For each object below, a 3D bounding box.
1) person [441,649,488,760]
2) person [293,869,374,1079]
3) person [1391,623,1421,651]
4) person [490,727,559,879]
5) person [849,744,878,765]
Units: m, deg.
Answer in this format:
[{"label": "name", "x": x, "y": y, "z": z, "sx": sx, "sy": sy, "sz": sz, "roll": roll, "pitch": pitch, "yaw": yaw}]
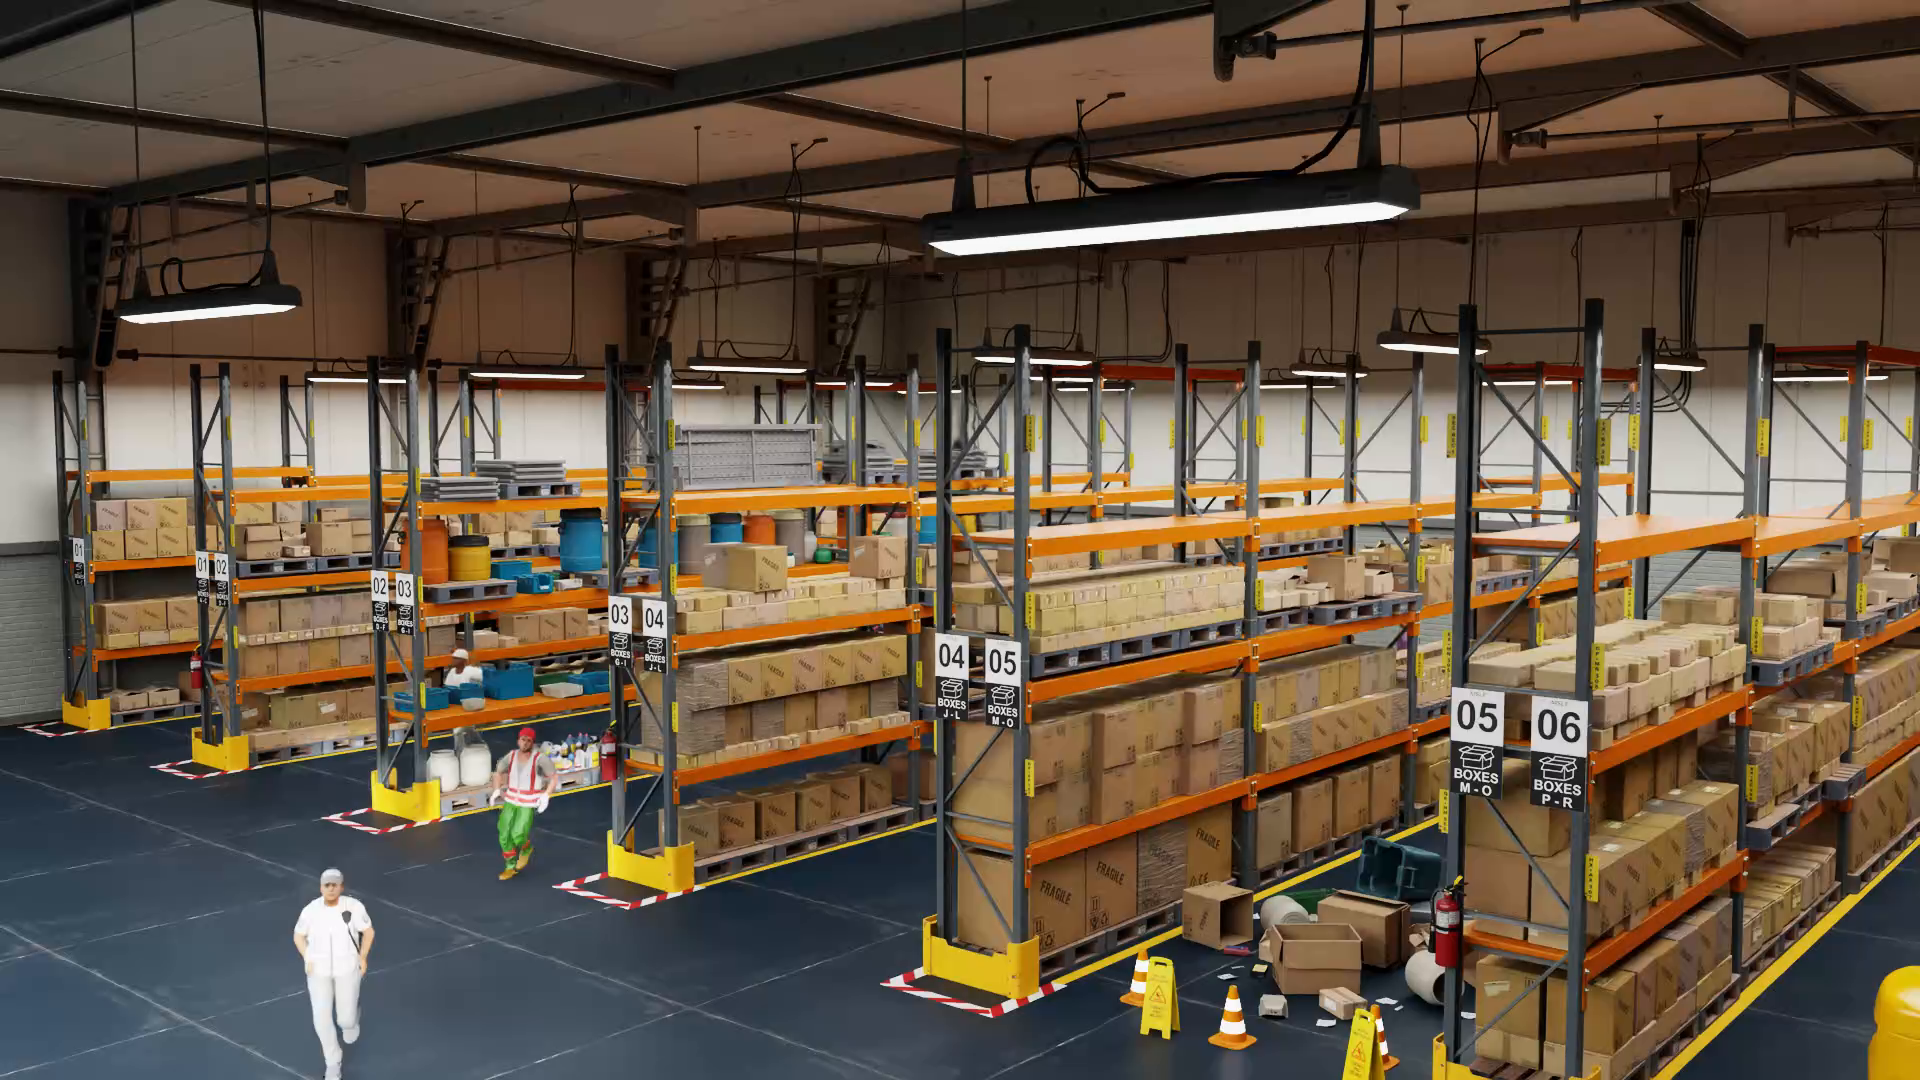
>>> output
[{"label": "person", "x": -7.293, "y": 2.506, "z": 24.642, "sx": 0.710, "sy": 1.811, "sz": 0.913, "roll": 3, "pitch": 5, "yaw": 34}, {"label": "person", "x": -4.987, "y": 3.412, "z": 13.232, "sx": 0.592, "sy": 1.632, "sz": 0.592, "roll": -1, "pitch": 4, "yaw": -15}, {"label": "person", "x": 8.190, "y": 2.192, "z": 30.664, "sx": 0.630, "sy": 1.569, "sz": 0.666, "roll": -1, "pitch": 4, "yaw": -12}, {"label": "person", "x": -4.922, "y": 2.964, "z": 18.673, "sx": 0.715, "sy": 1.731, "sz": 0.537, "roll": 1, "pitch": 4, "yaw": 11}, {"label": "person", "x": -1.444, "y": 2.560, "z": 24.234, "sx": 0.599, "sy": 1.720, "sz": 0.693, "roll": 2, "pitch": 5, "yaw": 24}]
